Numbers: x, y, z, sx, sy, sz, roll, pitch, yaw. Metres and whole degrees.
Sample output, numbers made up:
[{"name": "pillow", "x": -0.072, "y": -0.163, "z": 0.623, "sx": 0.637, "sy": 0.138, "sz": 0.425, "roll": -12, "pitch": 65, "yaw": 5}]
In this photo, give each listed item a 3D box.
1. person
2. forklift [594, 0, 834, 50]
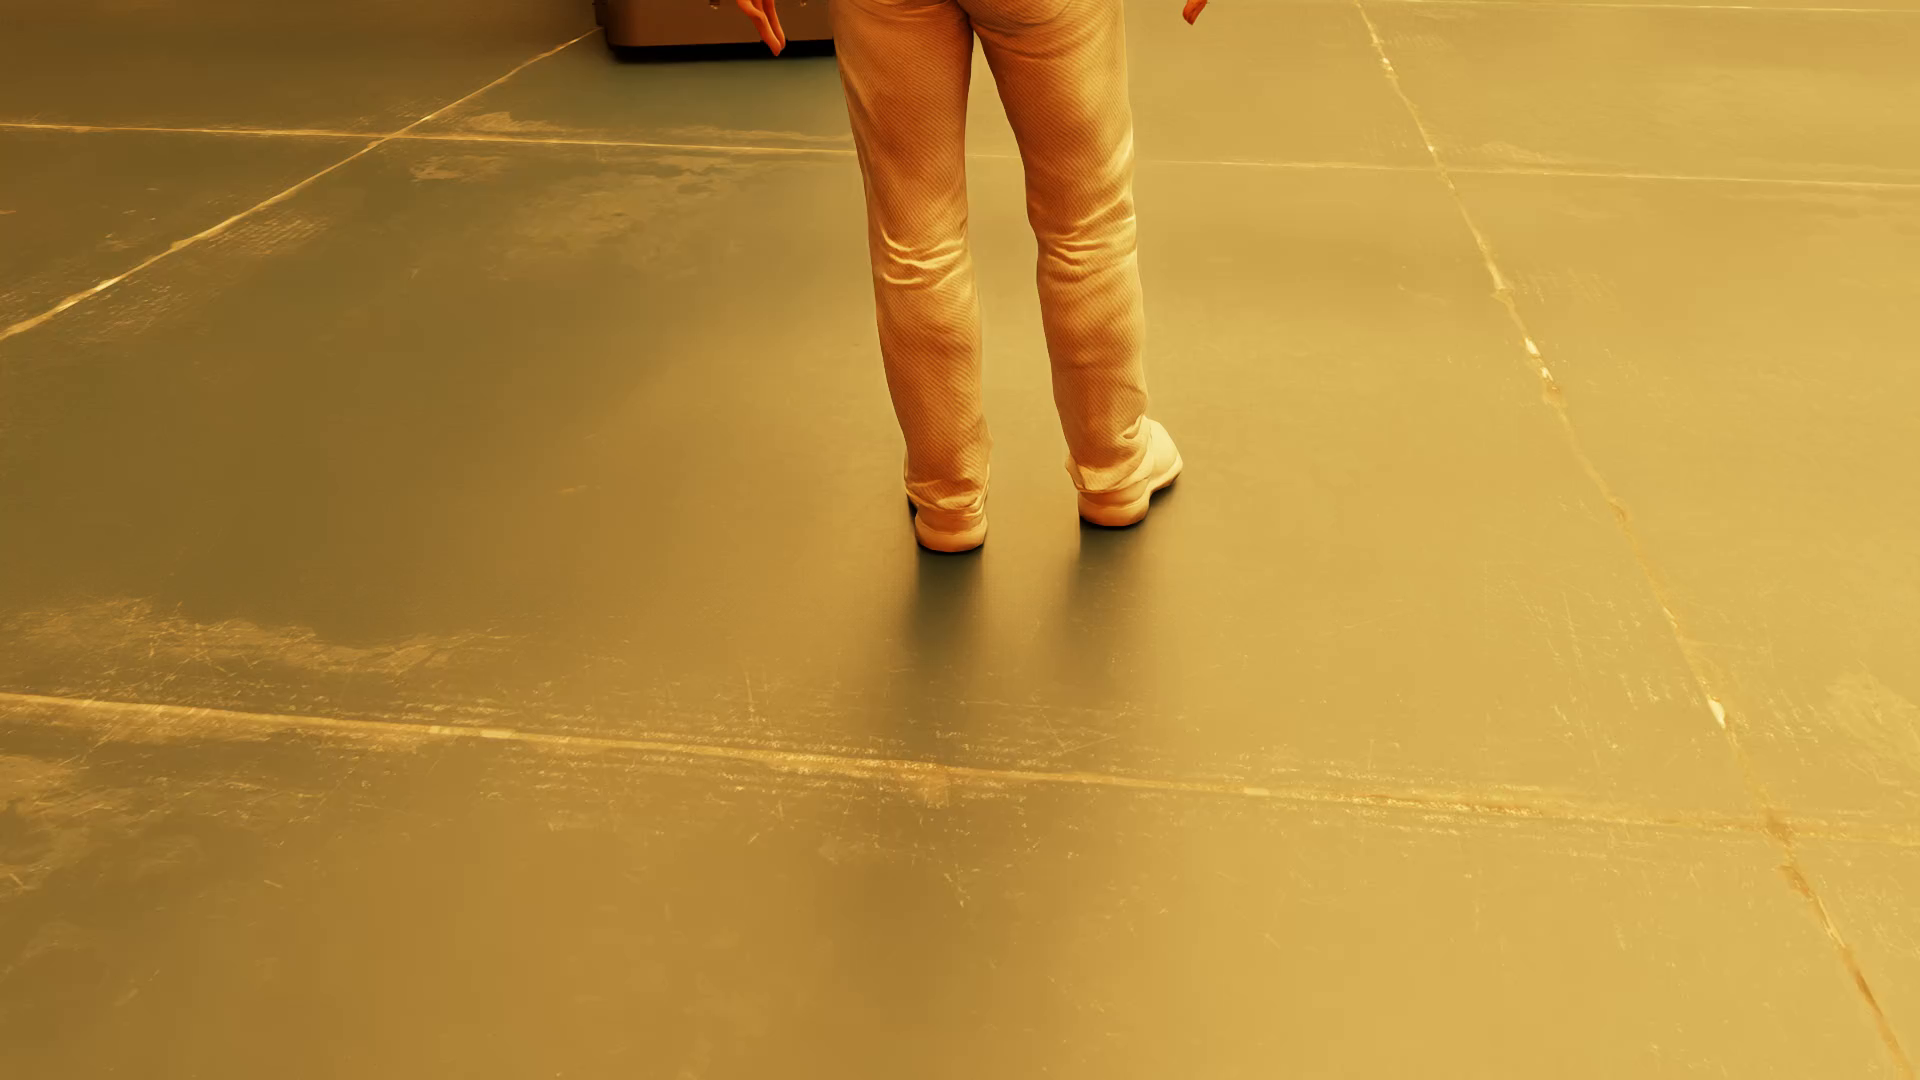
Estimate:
[{"name": "person", "x": 0.016, "y": -0.827, "z": 2.163, "sx": 0.665, "sy": 1.765, "sz": 0.577, "roll": 3, "pitch": 27, "yaw": 7}, {"name": "forklift", "x": -1.005, "y": -3.658, "z": 6.550, "sx": 1.130, "sy": 2.935, "sz": 3.031, "roll": -5, "pitch": 27, "yaw": -10}]
